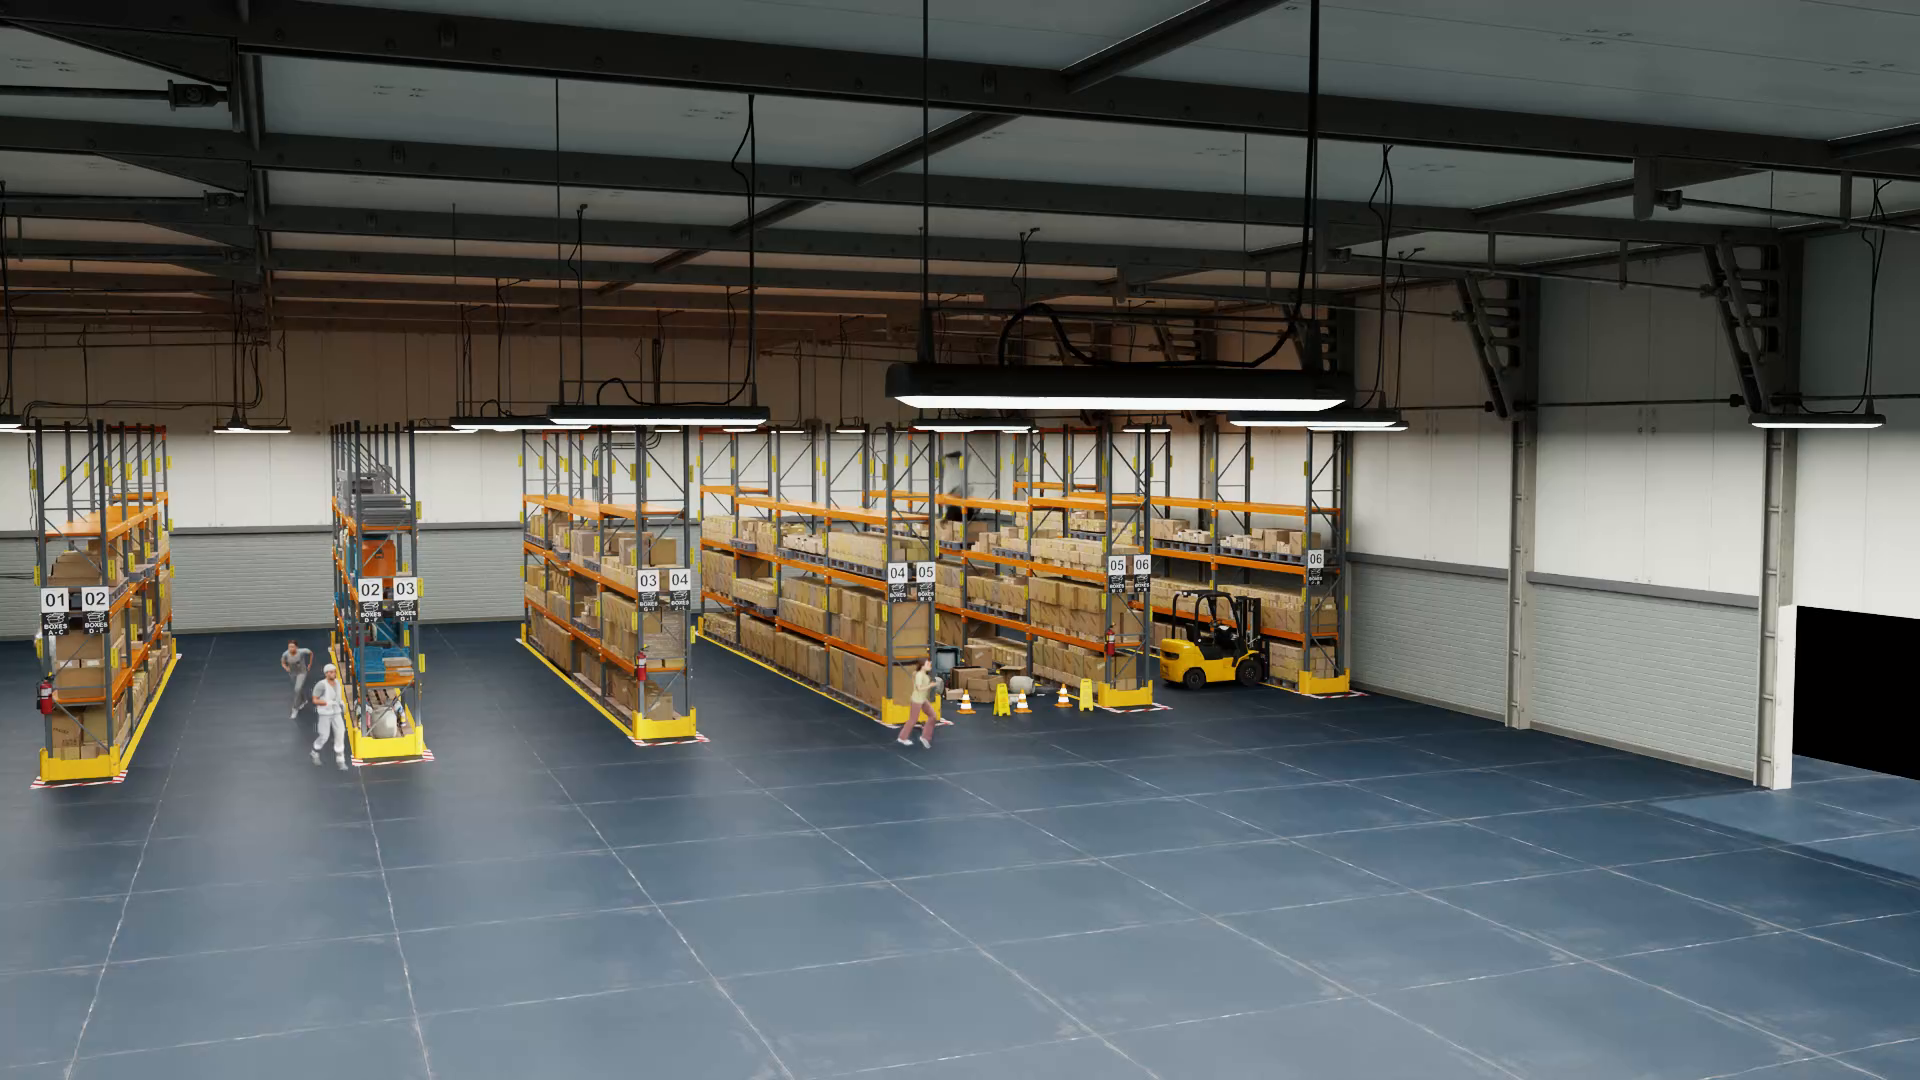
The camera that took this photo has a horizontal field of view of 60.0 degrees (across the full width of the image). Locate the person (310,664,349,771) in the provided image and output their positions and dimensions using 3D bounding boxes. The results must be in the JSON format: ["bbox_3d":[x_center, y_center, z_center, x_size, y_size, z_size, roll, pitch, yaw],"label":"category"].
[{"bbox_3d":[-10.866,3.041,28.633,0.841,1.841,0.682,2,4,33],"label":"person"}]

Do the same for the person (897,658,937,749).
[{"bbox_3d":[-0.785,3.003,30.426,0.790,1.714,0.549,1,4,20],"label":"person"}]

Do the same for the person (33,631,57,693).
[{"bbox_3d":[-20.108,2.600,36.714,0.606,1.679,0.921,-2,4,-29],"label":"person"}]

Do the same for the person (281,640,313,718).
[{"bbox_3d":[-13.588,2.814,34.181,0.605,1.627,0.964,-1,4,-9],"label":"person"}]
